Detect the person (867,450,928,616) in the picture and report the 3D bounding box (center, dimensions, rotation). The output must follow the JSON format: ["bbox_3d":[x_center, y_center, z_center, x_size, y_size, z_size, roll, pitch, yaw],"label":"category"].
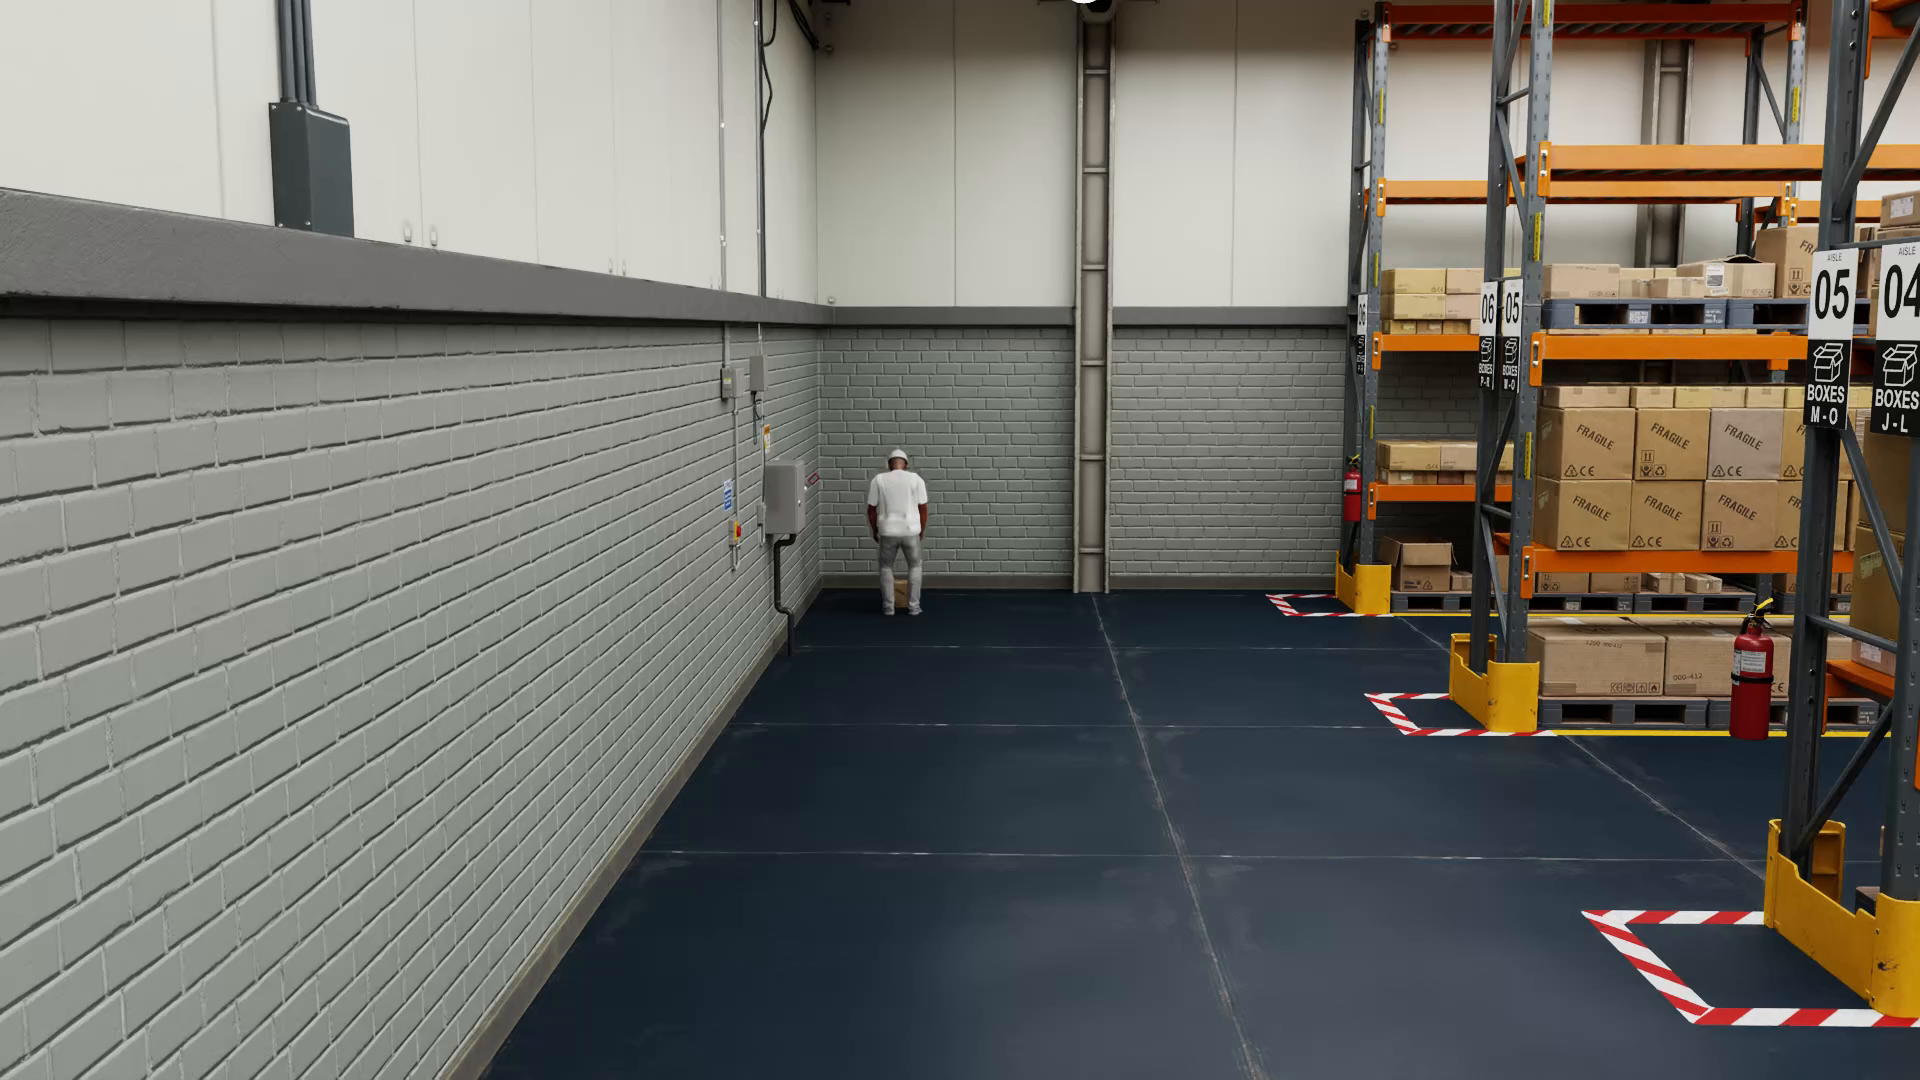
[{"bbox_3d":[-0.630,-0.078,16.758,0.610,1.651,0.554,0,7,2],"label":"person"}]
